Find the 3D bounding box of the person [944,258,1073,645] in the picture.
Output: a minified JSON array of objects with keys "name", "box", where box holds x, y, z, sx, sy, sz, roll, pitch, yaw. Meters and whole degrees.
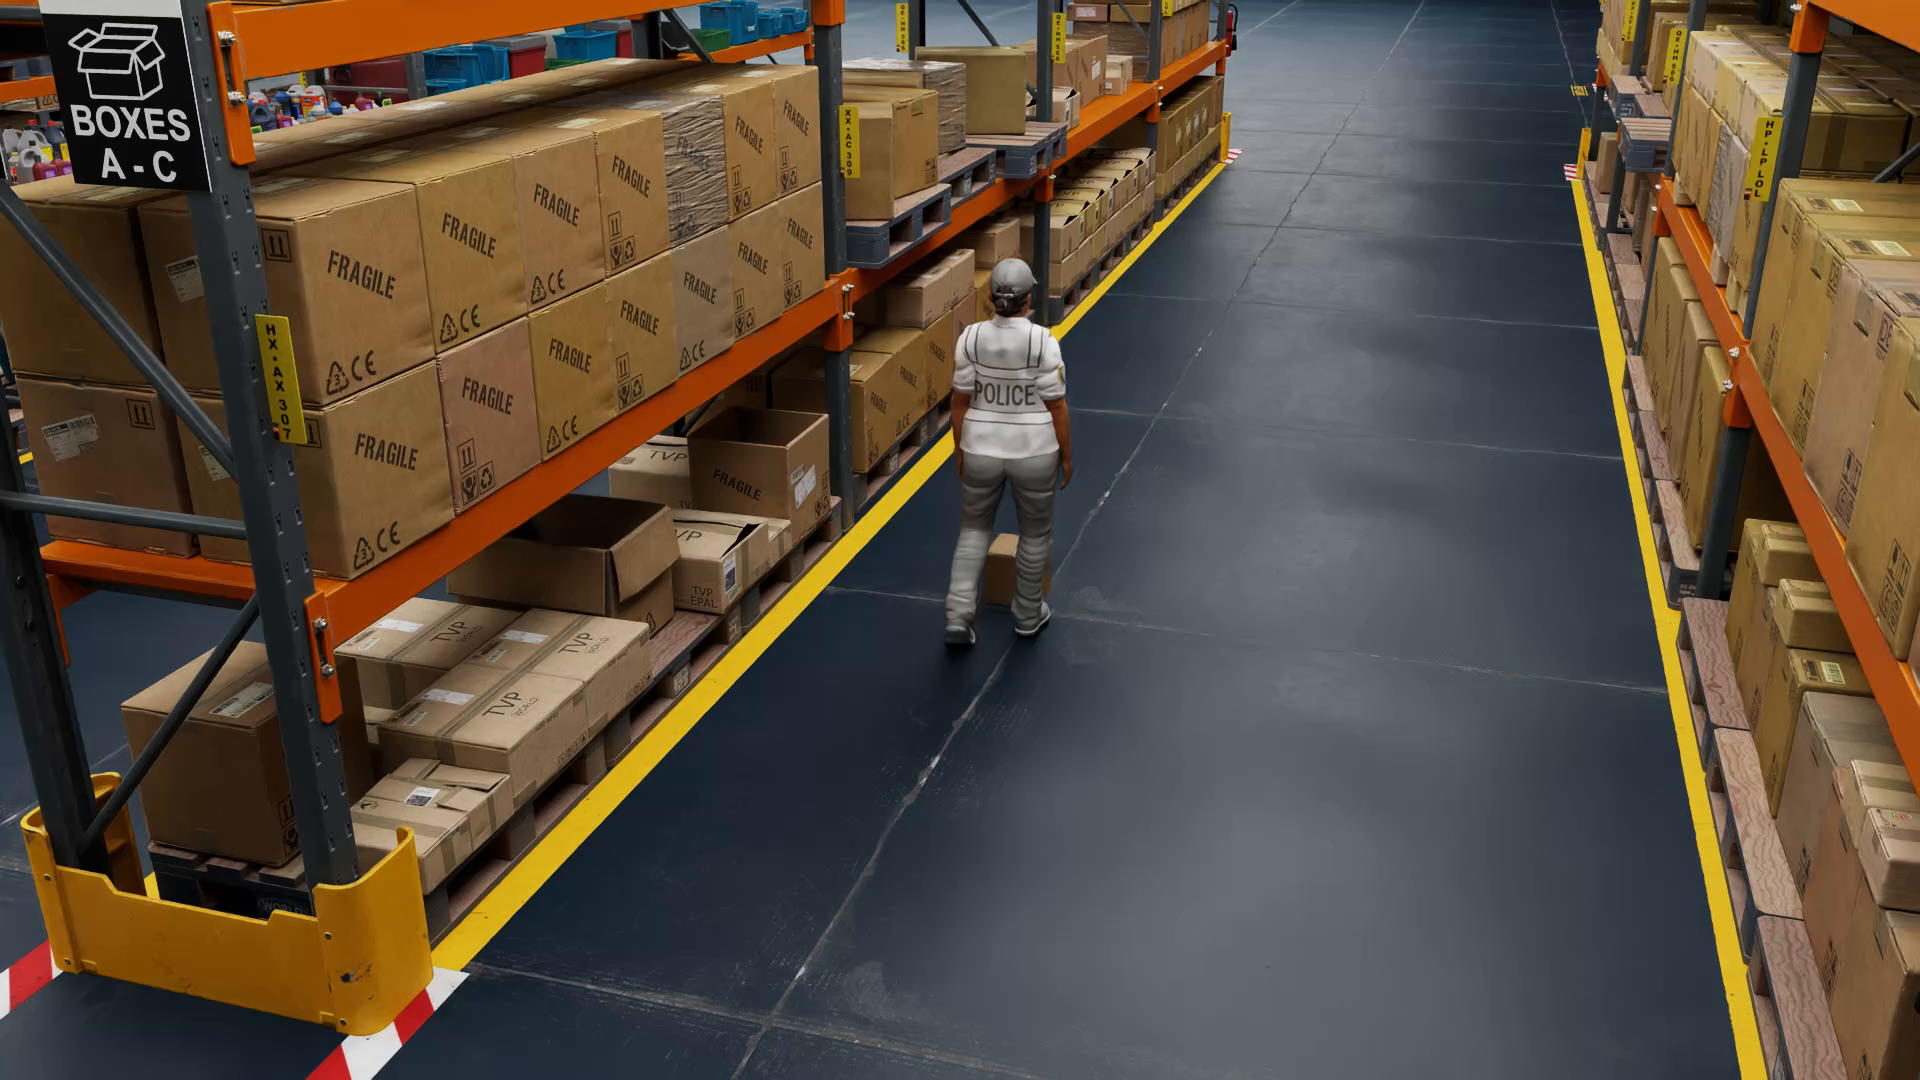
[{"name":"person","box":[0.217,-0.346,6.941,0.505,1.674,0.578,6,23,15]}]
